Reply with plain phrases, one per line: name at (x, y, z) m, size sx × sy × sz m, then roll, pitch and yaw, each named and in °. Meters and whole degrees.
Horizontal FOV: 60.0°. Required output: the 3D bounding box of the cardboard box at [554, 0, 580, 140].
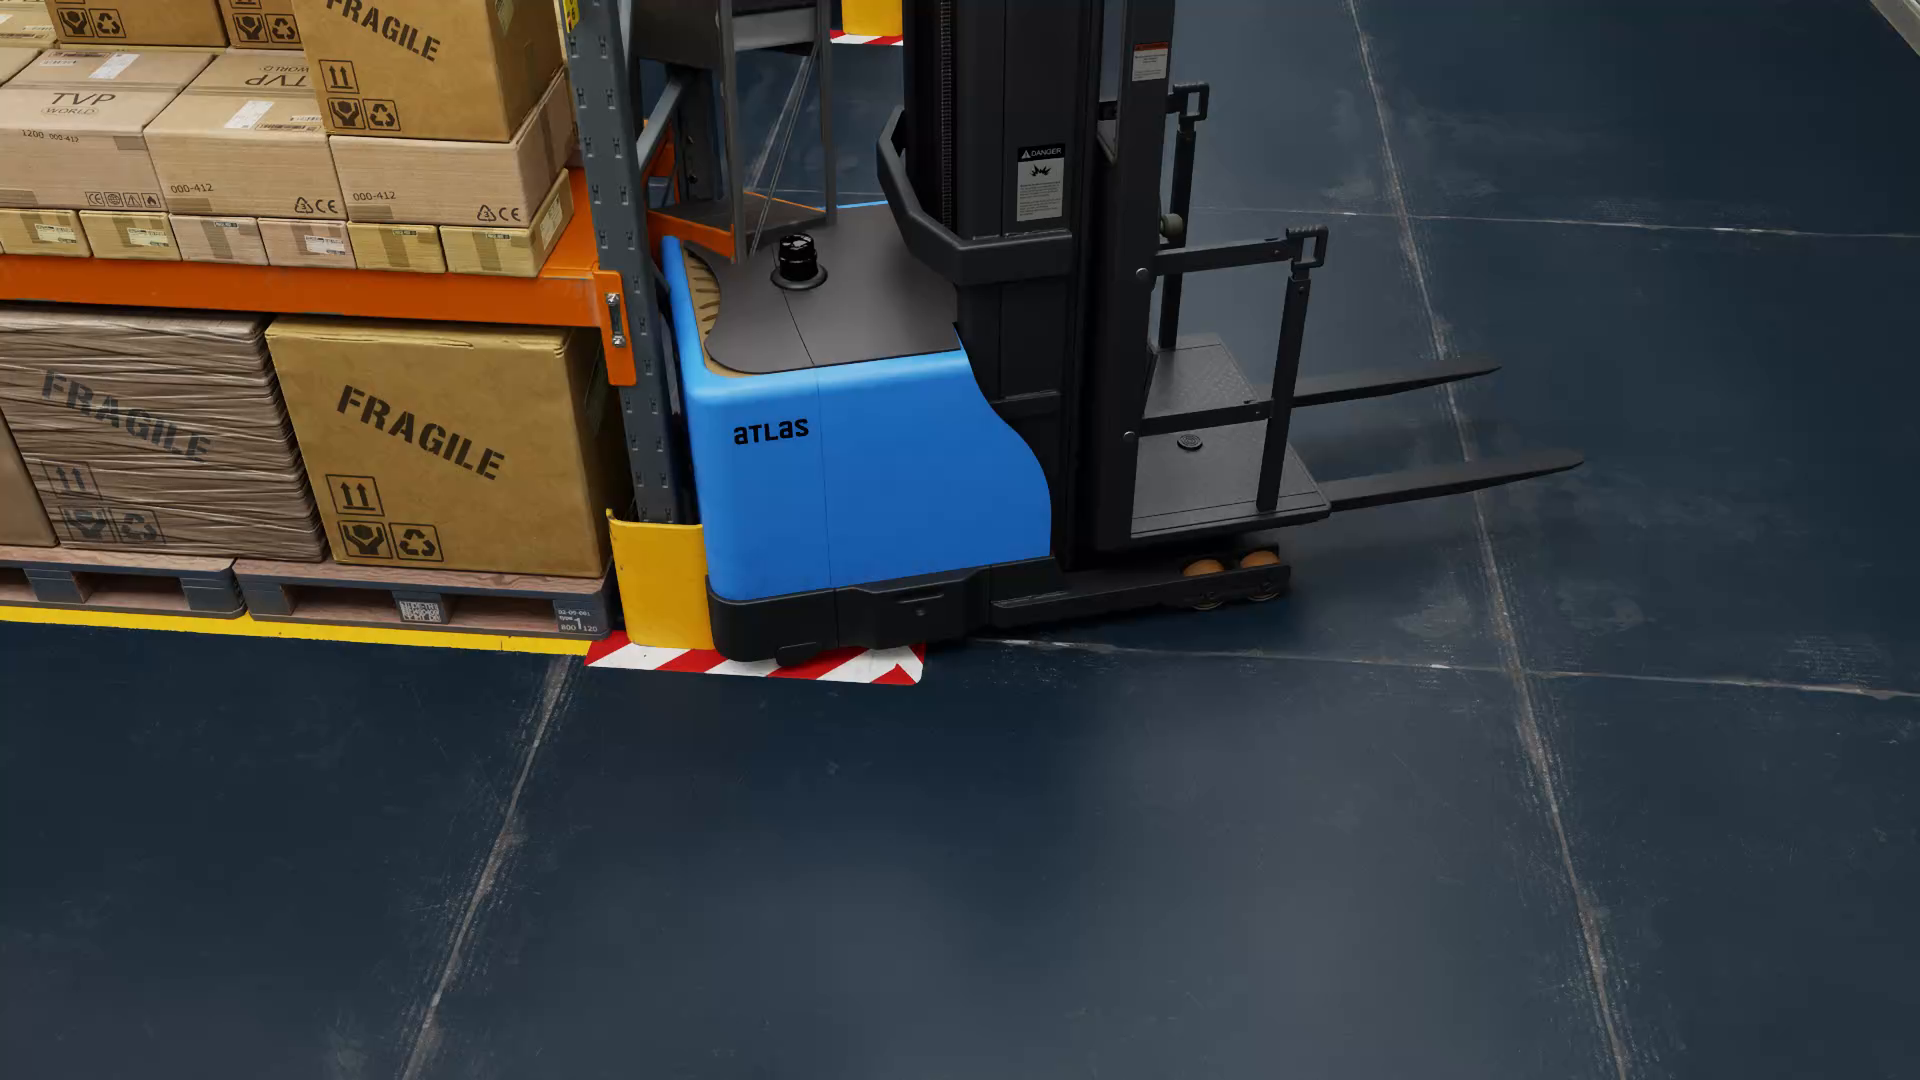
cardboard box at (-1.340, -1.440, 5.026) m, size 0.500 × 0.250 × 0.500 m, roll 2°, pitch 39°, yaw 3°

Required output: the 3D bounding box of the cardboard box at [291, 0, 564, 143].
cardboard box at (-1.393, -1.396, 4.378) m, size 0.500 × 0.500 × 0.500 m, roll 4°, pitch 39°, yaw 4°

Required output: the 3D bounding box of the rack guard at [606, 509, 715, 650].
rack guard at (-0.861, -0.216, 5.619) m, size 0.348 × 0.500 × 1.175 m, roll 3°, pitch 39°, yaw 4°

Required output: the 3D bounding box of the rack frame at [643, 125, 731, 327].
rack frame at (-0.878, -0.923, 5.522) m, size 0.015 × 2.100 × 0.400 m, roll 22°, pitch 33°, yaw 40°

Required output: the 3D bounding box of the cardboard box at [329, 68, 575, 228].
cardboard box at (-1.390, -1.103, 4.612) m, size 0.500 × 0.250 × 0.500 m, roll 3°, pitch 39°, yaw 3°

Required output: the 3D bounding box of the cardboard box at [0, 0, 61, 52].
cardboard box at (-2.879, -1.518, 5.123) m, size 0.500 × 0.250 × 0.500 m, roll 2°, pitch 39°, yaw 3°

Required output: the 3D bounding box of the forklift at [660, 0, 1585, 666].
forklift at (0.607, -1.225, 4.934) m, size 3.031 × 2.935 × 1.130 m, roll -8°, pitch 40°, yaw -10°

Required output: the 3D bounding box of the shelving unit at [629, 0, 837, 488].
shelving unit at (-0.705, -0.852, 5.365) m, size 0.503 × 2.100 × 0.431 m, roll 22°, pitch 33°, yaw 40°

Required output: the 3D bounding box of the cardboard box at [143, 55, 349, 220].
cardboard box at (-1.896, -1.131, 4.647) m, size 0.500 × 0.250 × 0.500 m, roll 2°, pitch 39°, yaw 3°

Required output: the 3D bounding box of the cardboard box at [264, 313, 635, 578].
cardboard box at (-1.529, -0.510, 5.351) m, size 0.875 × 0.875 × 0.875 m, roll 3°, pitch 39°, yaw 4°

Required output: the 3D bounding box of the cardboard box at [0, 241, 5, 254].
cardboard box at (-2.791, -0.985, 4.783) m, size 0.250 × 0.149 × 0.380 m, roll 4°, pitch 39°, yaw 5°

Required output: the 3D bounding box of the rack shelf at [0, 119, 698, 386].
rack shelf at (-2.877, -1.016, 5.192) m, size 4.000 × 0.370 × 1.077 m, roll 3°, pitch 39°, yaw 4°

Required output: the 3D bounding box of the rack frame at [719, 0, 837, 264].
rack frame at (-0.533, -0.782, 5.207) m, size 0.015 × 2.100 × 0.400 m, roll 22°, pitch 33°, yaw 40°

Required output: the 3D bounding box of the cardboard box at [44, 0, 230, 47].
cardboard box at (-2.354, -1.782, 4.852) m, size 0.500 × 0.500 × 0.500 m, roll 2°, pitch 39°, yaw 3°

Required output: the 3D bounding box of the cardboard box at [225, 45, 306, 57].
cardboard box at (-1.858, -1.464, 5.055) m, size 0.500 × 0.250 × 0.500 m, roll 3°, pitch 39°, yaw 3°

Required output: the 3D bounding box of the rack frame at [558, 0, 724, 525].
rack frame at (-0.885, -1.186, 4.831) m, size 0.127 × 3.000 × 1.000 m, roll 3°, pitch 39°, yaw 4°

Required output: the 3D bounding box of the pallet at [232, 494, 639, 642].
pallet at (-1.688, -0.099, 5.705) m, size 1.213 × 0.211 × 1.003 m, roll 3°, pitch 39°, yaw 4°

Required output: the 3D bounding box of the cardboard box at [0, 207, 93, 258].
cardboard box at (-2.544, -0.970, 4.764) m, size 0.250 × 0.149 × 0.380 m, roll 3°, pitch 39°, yaw 4°

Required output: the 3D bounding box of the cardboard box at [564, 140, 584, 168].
cardboard box at (-1.210, -1.316, 5.189) m, size 0.250 × 0.149 × 0.380 m, roll 4°, pitch 39°, yaw 4°

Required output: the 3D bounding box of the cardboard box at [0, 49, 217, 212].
cardboard box at (-2.403, -1.159, 4.680) m, size 0.500 × 0.250 × 0.500 m, roll 2°, pitch 39°, yaw 2°

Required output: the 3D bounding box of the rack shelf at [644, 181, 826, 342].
rack shelf at (-0.705, -0.840, 5.370) m, size 0.480 × 0.518 × 0.431 m, roll 22°, pitch 33°, yaw 40°

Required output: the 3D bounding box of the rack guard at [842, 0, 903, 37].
rack guard at (-0.432, -3.339, 9.456) m, size 0.348 × 0.500 × 1.175 m, roll 3°, pitch 39°, yaw 4°

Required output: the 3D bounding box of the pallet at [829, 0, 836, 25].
pallet at (-1.276, -3.289, 9.624) m, size 1.213 × 0.211 × 1.003 m, roll 3°, pitch 39°, yaw 4°

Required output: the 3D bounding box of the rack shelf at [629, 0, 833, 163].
rack shelf at (-0.710, -1.477, 5.081) m, size 0.480 × 0.518 × 0.431 m, roll 22°, pitch 33°, yaw 40°

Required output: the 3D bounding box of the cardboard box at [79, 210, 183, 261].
cardboard box at (-2.286, -0.956, 4.747) m, size 0.250 × 0.149 × 0.380 m, roll 2°, pitch 39°, yaw 3°

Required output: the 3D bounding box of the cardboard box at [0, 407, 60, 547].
cardboard box at (-3.323, -0.608, 5.471) m, size 0.875 × 0.875 × 0.875 m, roll 3°, pitch 39°, yaw 4°

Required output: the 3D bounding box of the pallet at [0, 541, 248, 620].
pallet at (-2.900, -0.167, 5.788) m, size 1.213 × 0.211 × 1.003 m, roll 3°, pitch 39°, yaw 4°

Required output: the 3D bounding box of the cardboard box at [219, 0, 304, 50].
cardboard box at (-1.838, -1.758, 4.822) m, size 0.500 × 0.500 × 0.500 m, roll 2°, pitch 39°, yaw 3°

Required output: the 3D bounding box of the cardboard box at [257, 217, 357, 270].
cardboard box at (-1.778, -0.929, 4.714) m, size 0.250 × 0.149 × 0.380 m, roll 3°, pitch 39°, yaw 4°

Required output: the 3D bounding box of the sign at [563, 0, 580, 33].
sign at (-0.945, -1.387, 3.973) m, size 0.005 × 0.325 × 0.100 m, roll 3°, pitch 39°, yaw 4°

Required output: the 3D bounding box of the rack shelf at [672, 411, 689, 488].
rack shelf at (-0.701, -0.203, 5.660) m, size 0.480 × 0.518 × 0.431 m, roll 22°, pitch 33°, yaw 40°

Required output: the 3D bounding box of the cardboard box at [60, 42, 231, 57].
cardboard box at (-2.358, -1.493, 5.092) m, size 0.500 × 0.250 × 0.500 m, roll 2°, pitch 39°, yaw 2°

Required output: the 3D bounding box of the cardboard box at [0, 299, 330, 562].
cardboard box at (-2.436, -0.559, 5.411) m, size 0.875 × 0.875 × 0.875 m, roll 3°, pitch 39°, yaw 4°

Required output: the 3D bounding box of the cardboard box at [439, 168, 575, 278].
cardboard box at (-1.268, -0.901, 4.680) m, size 0.250 × 0.149 × 0.380 m, roll 4°, pitch 39°, yaw 5°

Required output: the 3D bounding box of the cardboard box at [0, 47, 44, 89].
cardboard box at (-2.922, -1.184, 4.712) m, size 0.500 × 0.250 × 0.500 m, roll 3°, pitch 39°, yaw 4°

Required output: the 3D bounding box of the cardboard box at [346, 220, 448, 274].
cardboard box at (-1.527, -0.914, 4.696) m, size 0.250 × 0.149 × 0.380 m, roll 4°, pitch 39°, yaw 4°

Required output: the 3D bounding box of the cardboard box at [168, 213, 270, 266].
cardboard box at (-2.027, -0.943, 4.731) m, size 0.250 × 0.149 × 0.380 m, roll 4°, pitch 39°, yaw 5°
